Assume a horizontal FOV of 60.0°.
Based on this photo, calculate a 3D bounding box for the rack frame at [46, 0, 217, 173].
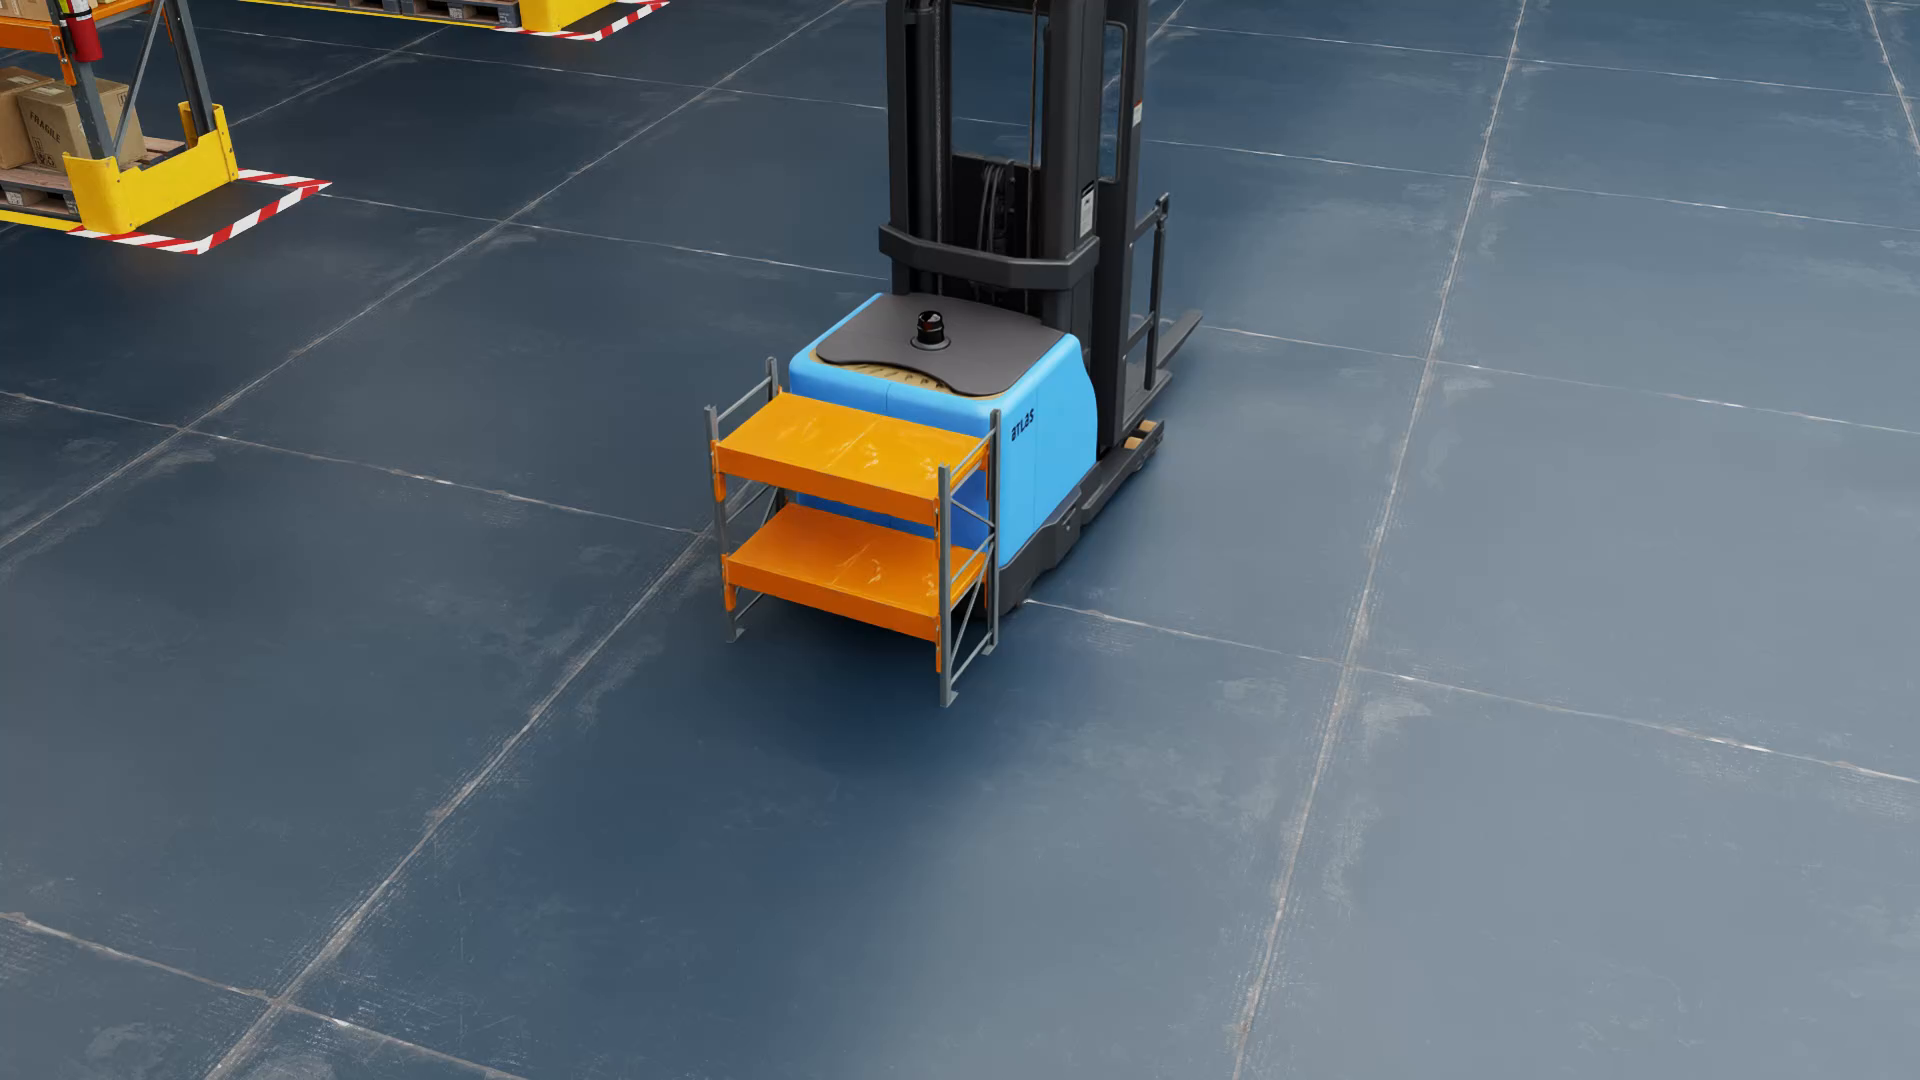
[{"bbox_3d":[-5.345,-3.553,10.487,0.127,3.000,1.000,11,34,16],"label":"rack frame"}]

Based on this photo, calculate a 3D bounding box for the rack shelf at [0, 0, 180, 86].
[{"bbox_3d":[-7.228,-3.616,11.249,4.000,0.370,1.077,11,34,16],"label":"rack shelf"}]

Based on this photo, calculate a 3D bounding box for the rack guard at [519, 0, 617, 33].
[{"bbox_3d":[-3.554,-5.012,15.052,0.348,0.500,1.175,11,34,16],"label":"rack guard"}]

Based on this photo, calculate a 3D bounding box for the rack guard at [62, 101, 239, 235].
[{"bbox_3d":[-5.417,-2.516,11.187,0.348,0.500,1.175,11,34,16],"label":"rack guard"}]

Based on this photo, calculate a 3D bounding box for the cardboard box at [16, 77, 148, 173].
[{"bbox_3d":[-5.927,-2.802,11.241,0.500,0.500,0.500,18,37,25],"label":"cardboard box"}]

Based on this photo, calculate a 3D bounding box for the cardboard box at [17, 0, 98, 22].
[{"bbox_3d":[-5.683,-3.394,10.473,0.250,0.149,0.380,11,34,16],"label":"cardboard box"}]

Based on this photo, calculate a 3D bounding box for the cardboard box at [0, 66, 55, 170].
[{"bbox_3d":[-6.502,-2.894,11.384,0.500,0.500,0.500,21,38,29],"label":"cardboard box"}]

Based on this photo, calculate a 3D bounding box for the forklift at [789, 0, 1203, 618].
[{"bbox_3d":[0.381,-1.677,7.646,1.130,2.935,3.031,15,36,22],"label":"forklift"}]

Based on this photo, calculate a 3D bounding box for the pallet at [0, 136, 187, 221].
[{"bbox_3d":[-6.169,-2.562,11.523,1.213,0.211,1.003,11,34,16],"label":"pallet"}]

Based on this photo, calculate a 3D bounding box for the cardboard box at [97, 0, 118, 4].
[{"bbox_3d":[-5.533,-3.621,10.824,0.250,0.149,0.380,11,34,16],"label":"cardboard box"}]

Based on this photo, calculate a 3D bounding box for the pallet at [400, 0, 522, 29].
[{"bbox_3d":[-4.356,-5.002,15.302,1.213,0.211,1.003,11,34,16],"label":"pallet"}]

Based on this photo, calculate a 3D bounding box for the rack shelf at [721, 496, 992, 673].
[{"bbox_3d":[-0.418,0.170,6.901,1.000,0.278,0.538,15,36,21],"label":"rack shelf"}]

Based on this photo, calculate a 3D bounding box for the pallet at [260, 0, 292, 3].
[{"bbox_3d":[-6.653,-5.448,15.994,1.213,0.211,1.003,11,34,16],"label":"pallet"}]

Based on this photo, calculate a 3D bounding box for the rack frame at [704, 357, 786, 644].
[{"bbox_3d":[-0.876,-0.155,6.953,0.032,1.125,0.500,15,36,21],"label":"rack frame"}]

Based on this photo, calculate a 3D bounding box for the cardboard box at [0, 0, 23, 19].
[{"bbox_3d":[-5.918,-3.440,10.544,0.250,0.149,0.380,11,34,16],"label":"cardboard box"}]

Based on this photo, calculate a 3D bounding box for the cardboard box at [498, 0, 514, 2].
[{"bbox_3d":[-4.237,-5.441,14.983,0.875,0.875,0.875,11,35,17],"label":"cardboard box"}]

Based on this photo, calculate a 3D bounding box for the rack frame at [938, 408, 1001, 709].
[{"bbox_3d":[0.040,0.083,6.584,0.032,1.125,0.500,15,36,21],"label":"rack frame"}]

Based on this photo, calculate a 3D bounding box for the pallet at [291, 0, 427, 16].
[{"bbox_3d":[-5.500,-5.226,15.649,1.213,0.211,1.003,11,34,16],"label":"pallet"}]

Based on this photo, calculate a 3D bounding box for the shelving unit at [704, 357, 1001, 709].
[{"bbox_3d":[-0.418,-0.036,6.768,1.048,1.125,0.538,15,36,21],"label":"shelving unit"}]

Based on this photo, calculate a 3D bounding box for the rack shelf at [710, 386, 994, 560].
[{"bbox_3d":[-0.418,-0.282,6.610,1.000,0.278,0.538,15,36,21],"label":"rack shelf"}]

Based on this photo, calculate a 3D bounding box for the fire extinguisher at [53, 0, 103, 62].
[{"bbox_3d":[-5.393,-3.264,10.111,0.183,0.674,0.296,11,34,16],"label":"fire extinguisher"}]
